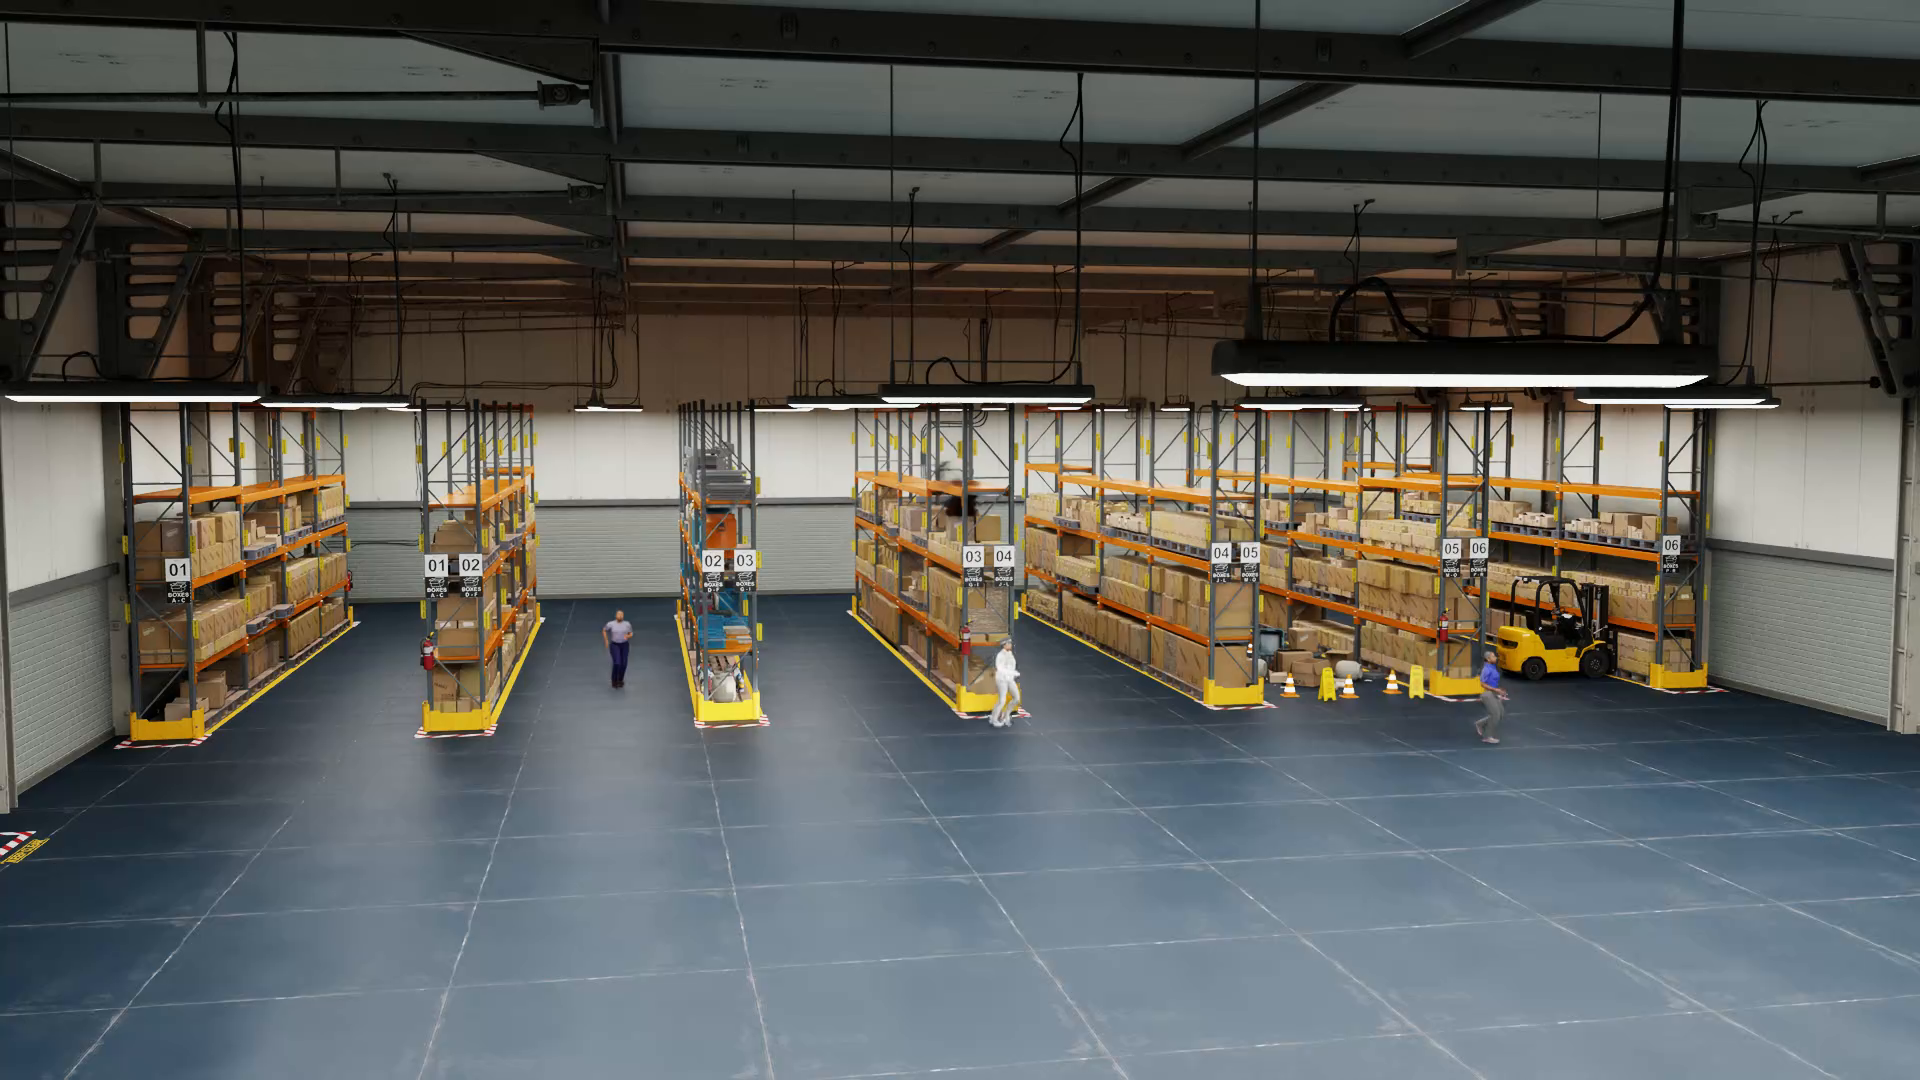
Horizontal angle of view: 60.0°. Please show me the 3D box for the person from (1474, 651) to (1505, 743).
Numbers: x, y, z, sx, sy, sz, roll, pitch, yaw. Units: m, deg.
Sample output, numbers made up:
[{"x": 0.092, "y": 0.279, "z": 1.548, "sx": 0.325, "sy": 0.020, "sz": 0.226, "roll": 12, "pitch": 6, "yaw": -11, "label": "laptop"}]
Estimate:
[{"x": 9.257, "y": 2.732, "z": 28.983, "sx": 0.557, "sy": 1.606, "sz": 0.572, "roll": 3, "pitch": 5, "yaw": 33, "label": "person"}]

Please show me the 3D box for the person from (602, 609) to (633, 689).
[{"x": -7.125, "y": 2.286, "z": 34.795, "sx": 0.578, "sy": 1.671, "sz": 0.682, "roll": -2, "pitch": 5, "yaw": -28, "label": "person"}]

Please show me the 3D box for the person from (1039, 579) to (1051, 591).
[{"x": 2.662, "y": 1.145, "z": 50.080, "sx": 0.636, "sy": 1.631, "sz": 0.573, "roll": -1, "pitch": 4, "yaw": -11, "label": "person"}]

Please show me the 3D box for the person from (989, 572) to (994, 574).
[{"x": 0.755, "y": 1.256, "z": 47.837, "sx": 0.699, "sy": 1.737, "sz": 0.624, "roll": -1, "pitch": 4, "yaw": -7, "label": "person"}]

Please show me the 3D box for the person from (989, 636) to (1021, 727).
[{"x": 0.865, "y": 2.595, "z": 30.483, "sx": 0.661, "sy": 1.706, "sz": 0.637, "roll": 3, "pitch": 5, "yaw": 34, "label": "person"}]
